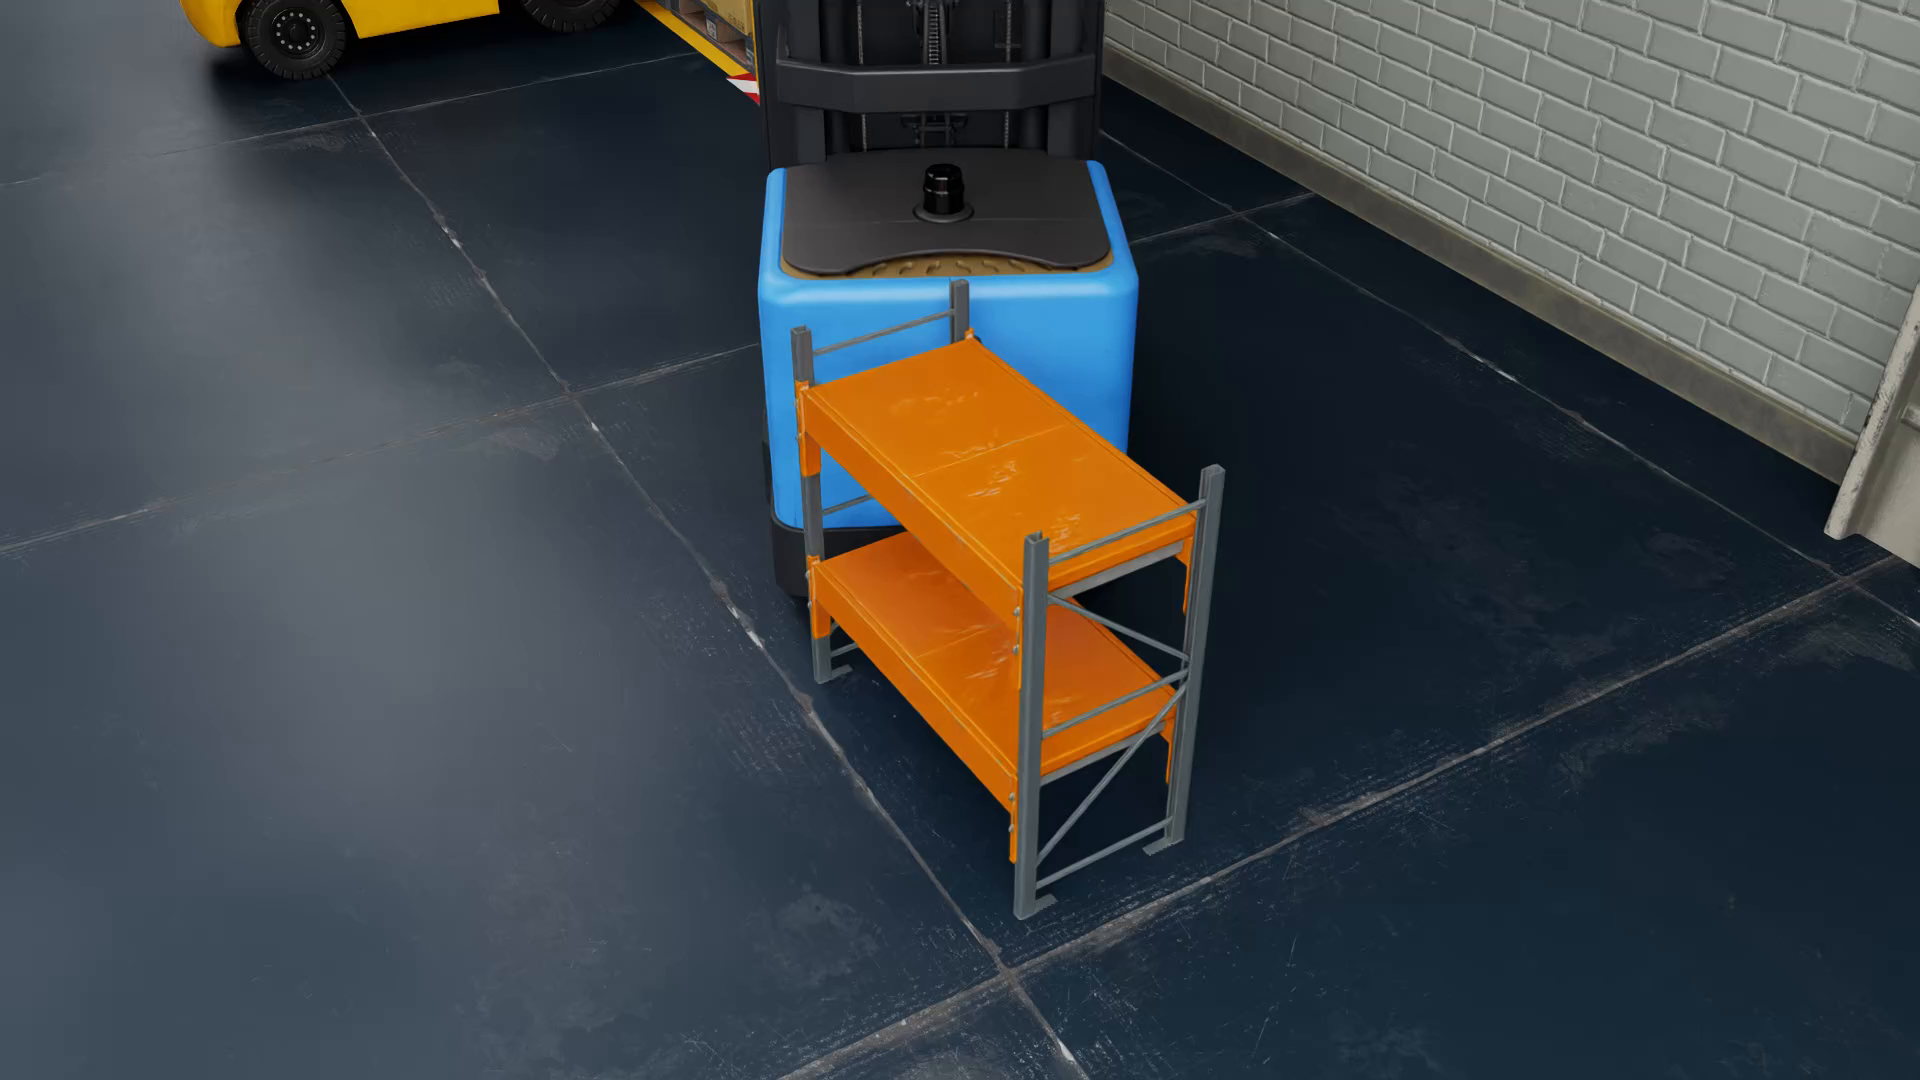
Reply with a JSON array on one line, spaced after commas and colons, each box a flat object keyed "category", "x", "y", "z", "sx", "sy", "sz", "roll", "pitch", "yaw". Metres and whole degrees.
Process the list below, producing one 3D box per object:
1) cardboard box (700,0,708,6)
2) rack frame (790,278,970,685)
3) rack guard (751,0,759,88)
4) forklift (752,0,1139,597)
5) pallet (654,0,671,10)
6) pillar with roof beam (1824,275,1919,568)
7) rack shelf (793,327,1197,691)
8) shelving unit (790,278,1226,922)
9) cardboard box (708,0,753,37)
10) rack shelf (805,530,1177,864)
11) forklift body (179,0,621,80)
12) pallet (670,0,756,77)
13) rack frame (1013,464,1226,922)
[{"category": "cardboard box", "x": -1.220, "y": -3.084, "z": 8.904, "sx": 0.500, "sy": 0.250, "sz": 0.500, "roll": -19, "pitch": 40, "yaw": -24}, {"category": "rack frame", "x": -0.195, "y": -0.131, "z": 4.476, "sx": 0.500, "sy": 1.125, "sz": 0.032, "roll": -20, "pitch": 41, "yaw": -26}, {"category": "rack guard", "x": -0.457, "y": -2.600, "z": 8.386, "sx": 1.175, "sy": 0.500, "sz": 0.348, "roll": -19, "pitch": 40, "yaw": -24}, {"category": "forklift", "x": -0.110, "y": -1.862, "z": 5.315, "sx": 1.130, "sy": 2.935, "sz": 3.031, "roll": -2, "pitch": 36, "yaw": -3}, {"category": "pallet", "x": -1.499, "y": -3.495, "z": 9.856, "sx": 1.003, "sy": 0.211, "sz": 1.213, "roll": -19, "pitch": 40, "yaw": -24}, {"category": "pillar with roof beam", "x": -0.748, "y": -2.331, "z": 0.812, "sx": 9.100, "sy": 9.000, "sz": 0.400, "roll": -19, "pitch": 40, "yaw": -24}, {"category": "rack shelf", "x": 0.077, "y": -0.114, "z": 3.956, "sx": 0.538, "sy": 0.278, "sz": 1.000, "roll": -20, "pitch": 41, "yaw": -26}, {"category": "shelving unit", "x": 0.077, "y": 0.123, "z": 4.128, "sx": 0.538, "sy": 1.125, "sz": 1.048, "roll": -20, "pitch": 41, "yaw": -26}, {"category": "cardboard box", "x": -0.978, "y": -2.827, "z": 8.553, "sx": 0.500, "sy": 0.250, "sz": 0.500, "roll": -19, "pitch": 40, "yaw": -24}, {"category": "rack shelf", "x": 0.077, "y": 0.320, "z": 4.273, "sx": 0.538, "sy": 0.278, "sz": 1.000, "roll": -20, "pitch": 41, "yaw": -26}, {"category": "forklift body", "x": -2.999, "y": -3.706, "z": 8.500, "sx": 2.313, "sy": 2.155, "sz": 1.214, "roll": -19, "pitch": 40, "yaw": -24}, {"category": "pallet", "x": -0.890, "y": -2.873, "z": 9.005, "sx": 1.003, "sy": 0.211, "sz": 1.213, "roll": -19, "pitch": 40, "yaw": -24}, {"category": "rack frame", "x": 0.348, "y": 0.376, "z": 3.781, "sx": 0.500, "sy": 1.125, "sz": 0.032, "roll": -20, "pitch": 41, "yaw": -26}]
